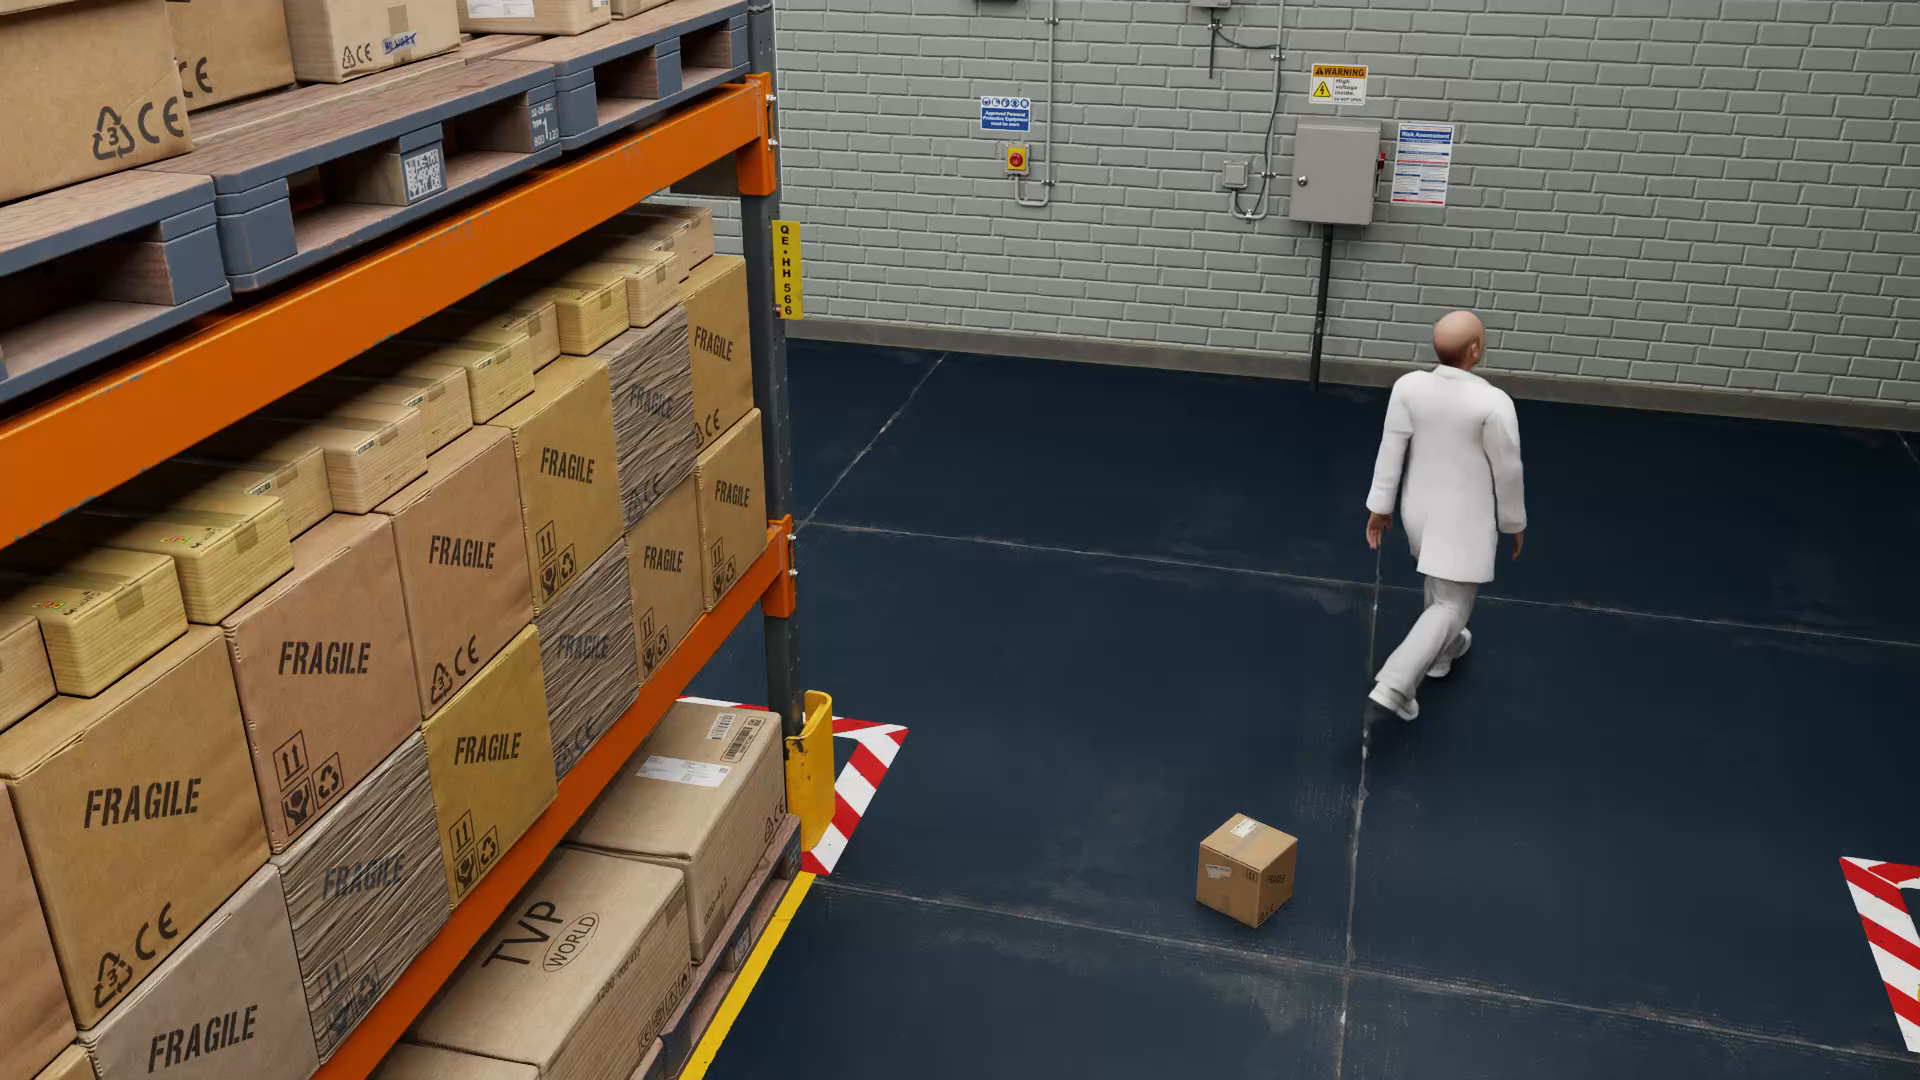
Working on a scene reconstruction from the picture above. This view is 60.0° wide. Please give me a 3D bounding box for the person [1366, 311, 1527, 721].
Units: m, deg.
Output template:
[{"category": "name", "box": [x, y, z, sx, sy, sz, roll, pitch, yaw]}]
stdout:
[{"category": "person", "box": [2.001, -0.106, 6.854, 1.072, 1.730, 0.613, -21, 32, -38]}]
